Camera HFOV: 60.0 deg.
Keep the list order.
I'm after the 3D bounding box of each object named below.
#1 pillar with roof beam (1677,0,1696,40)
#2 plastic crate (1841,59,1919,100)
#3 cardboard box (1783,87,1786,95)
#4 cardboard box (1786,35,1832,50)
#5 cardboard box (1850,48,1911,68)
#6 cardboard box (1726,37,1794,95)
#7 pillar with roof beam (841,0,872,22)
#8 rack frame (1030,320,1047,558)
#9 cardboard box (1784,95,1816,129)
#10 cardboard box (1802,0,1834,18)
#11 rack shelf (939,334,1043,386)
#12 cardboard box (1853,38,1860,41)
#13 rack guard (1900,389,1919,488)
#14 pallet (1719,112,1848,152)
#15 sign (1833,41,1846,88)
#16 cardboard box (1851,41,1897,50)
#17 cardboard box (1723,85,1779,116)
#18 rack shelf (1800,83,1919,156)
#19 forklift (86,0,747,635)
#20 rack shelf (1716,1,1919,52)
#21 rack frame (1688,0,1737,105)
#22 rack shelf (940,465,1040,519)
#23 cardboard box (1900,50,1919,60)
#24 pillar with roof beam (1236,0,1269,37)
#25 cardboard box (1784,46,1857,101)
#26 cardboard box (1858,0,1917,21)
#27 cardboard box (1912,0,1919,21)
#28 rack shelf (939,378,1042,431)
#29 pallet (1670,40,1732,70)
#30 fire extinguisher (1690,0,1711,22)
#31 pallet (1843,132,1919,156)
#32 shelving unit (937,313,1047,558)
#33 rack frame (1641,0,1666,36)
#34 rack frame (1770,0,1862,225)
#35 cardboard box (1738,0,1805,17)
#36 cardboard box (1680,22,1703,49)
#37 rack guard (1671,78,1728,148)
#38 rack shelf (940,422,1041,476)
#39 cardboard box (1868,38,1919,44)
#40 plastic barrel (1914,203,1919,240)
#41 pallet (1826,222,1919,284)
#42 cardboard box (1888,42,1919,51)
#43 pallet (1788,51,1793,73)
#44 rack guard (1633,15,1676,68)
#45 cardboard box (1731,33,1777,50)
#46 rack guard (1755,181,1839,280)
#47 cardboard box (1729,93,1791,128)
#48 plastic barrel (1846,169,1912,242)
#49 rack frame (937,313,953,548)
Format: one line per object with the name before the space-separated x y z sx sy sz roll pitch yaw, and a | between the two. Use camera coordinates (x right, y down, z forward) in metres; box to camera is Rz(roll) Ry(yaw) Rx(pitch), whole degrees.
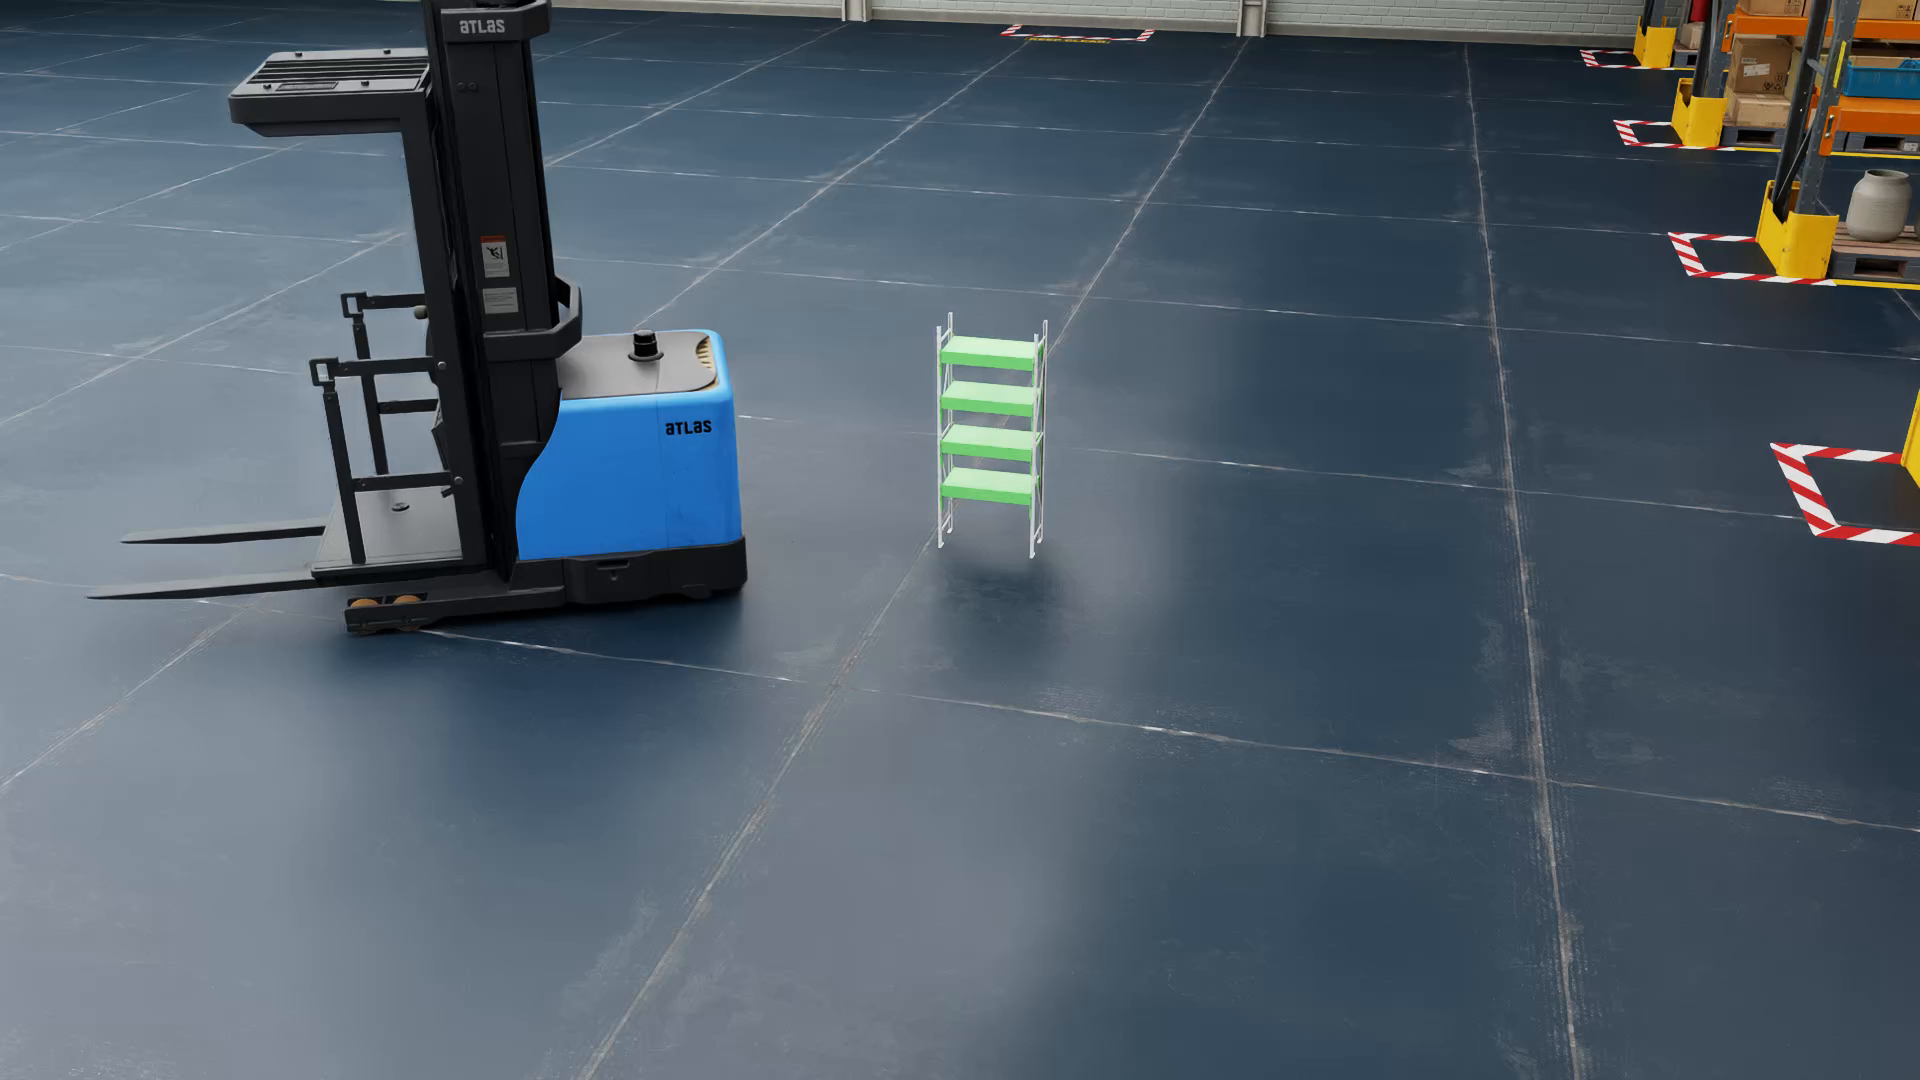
pillar with roof beam | 8.971 -8.966 17.115 0.400 9.000 9.100 6 26 13
plastic crate | 7.241 -3.644 13.088 0.616 0.251 0.499 6 26 13
cardboard box | 9.000 -4.667 17.774 0.500 0.250 0.500 6 26 13
cardboard box | 11.047 -6.563 21.442 0.500 0.500 0.700 5 26 10
cardboard box | 9.356 -4.738 17.050 0.500 0.500 0.500 6 26 13
cardboard box | 8.513 -5.055 17.717 0.500 0.500 0.500 6 26 13
pillar with roof beam | -2.651 -10.251 19.813 0.400 9.000 9.100 6 26 13
rack frame | 0.397 -0.498 8.400 0.015 1.200 0.240 6 26 13
cardboard box | 8.869 -4.448 17.314 0.500 0.250 0.500 6 26 13
cardboard box | 8.878 -5.638 16.986 0.500 0.500 0.700 7 26 14
rack shelf | 0.160 -0.900 8.276 0.480 0.148 0.258 6 26 13
cardboard box | 11.479 -6.428 21.566 0.250 0.149 0.380 4 26 9
rack guard | 5.522 -0.442 9.096 0.348 0.500 1.175 6 26 13
pallet | 8.670 -4.379 17.702 1.213 0.211 1.003 6 26 13
sign | 6.541 -3.537 12.367 0.005 0.325 0.100 6 26 13
cardboard box | 9.485 -4.954 17.505 0.500 0.500 0.500 6 26 13
cardboard box | 8.512 -4.716 17.876 0.500 0.250 0.500 6 26 13
rack shelf | 8.619 -3.101 12.612 4.000 0.370 1.077 6 26 13
forklift | -2.615 -1.125 7.702 3.031 2.935 1.130 -5 26 -10
rack shelf | 9.856 -5.163 16.942 4.000 0.370 1.077 6 26 13
rack frame | 7.919 -5.702 17.237 0.127 3.000 1.000 6 26 13
rack shelf | 0.160 -0.250 8.585 0.480 0.148 0.258 6 26 13
cardboard box | 9.835 -4.677 16.922 0.500 0.500 0.500 6 26 13
pillar with roof beam | 3.160 -9.609 18.464 0.400 9.000 9.100 6 26 13
cardboard box | 8.868 -4.786 17.151 0.500 0.500 0.500 6 26 13
cardboard box | 9.358 -5.582 16.869 0.500 0.500 0.700 6 26 13
cardboard box | 9.868 -5.527 16.754 0.500 0.500 0.700 7 26 15
rack shelf | 0.160 -0.683 8.379 0.480 0.148 0.258 6 26 13
pallet | 10.001 -6.396 21.939 1.213 0.211 1.003 6 26 13
fire extinguisher | 7.921 -5.873 17.687 0.183 0.674 0.296 6 26 13
pallet | 9.848 -4.247 17.425 1.213 0.211 1.003 6 26 13
shelving unit | 0.160 -0.524 8.455 0.503 1.200 0.258 6 26 13
rack frame | 9.150 -7.765 21.570 0.127 3.000 1.000 6 26 13
rack frame | 6.682 -3.640 12.907 0.127 3.000 1.000 6 26 13
cardboard box | 8.368 -5.692 17.100 0.500 0.500 0.700 6 26 13
cardboard box | 9.797 -6.638 21.819 0.500 0.311 0.500 3 26 7
rack guard | 7.896 -4.576 17.780 0.348 0.500 1.175 6 26 13
rack shelf | 0.160 -0.466 8.482 0.480 0.148 0.258 6 26 13
cardboard box | 12.008 -6.501 21.312 0.500 0.500 0.500 4 26 9
plastic barrel | 7.824 -2.614 13.158 0.421 0.512 0.421 0 25 0
pallet | 7.553 -2.304 13.343 1.213 0.211 1.003 6 26 13
cardboard box | 9.969 -4.900 17.391 0.500 0.500 0.500 6 26 13
pallet | 11.179 -6.264 21.663 1.213 0.211 1.003 6 26 13
rack guard | 9.223 -6.628 22.090 0.348 0.500 1.175 6 26 13
cardboard box | 10.349 -6.577 21.691 0.500 0.311 0.500 9 27 17
rack guard | 6.767 -2.523 13.468 0.348 0.500 1.175 6 26 13
cardboard box | 8.383 -4.500 17.423 0.500 0.250 0.500 6 26 13
plastic barrel | 7.339 -2.668 13.270 0.421 0.512 0.421 0 25 0
rack frame | -0.076 -0.550 8.510 0.015 1.200 0.240 6 26 13
